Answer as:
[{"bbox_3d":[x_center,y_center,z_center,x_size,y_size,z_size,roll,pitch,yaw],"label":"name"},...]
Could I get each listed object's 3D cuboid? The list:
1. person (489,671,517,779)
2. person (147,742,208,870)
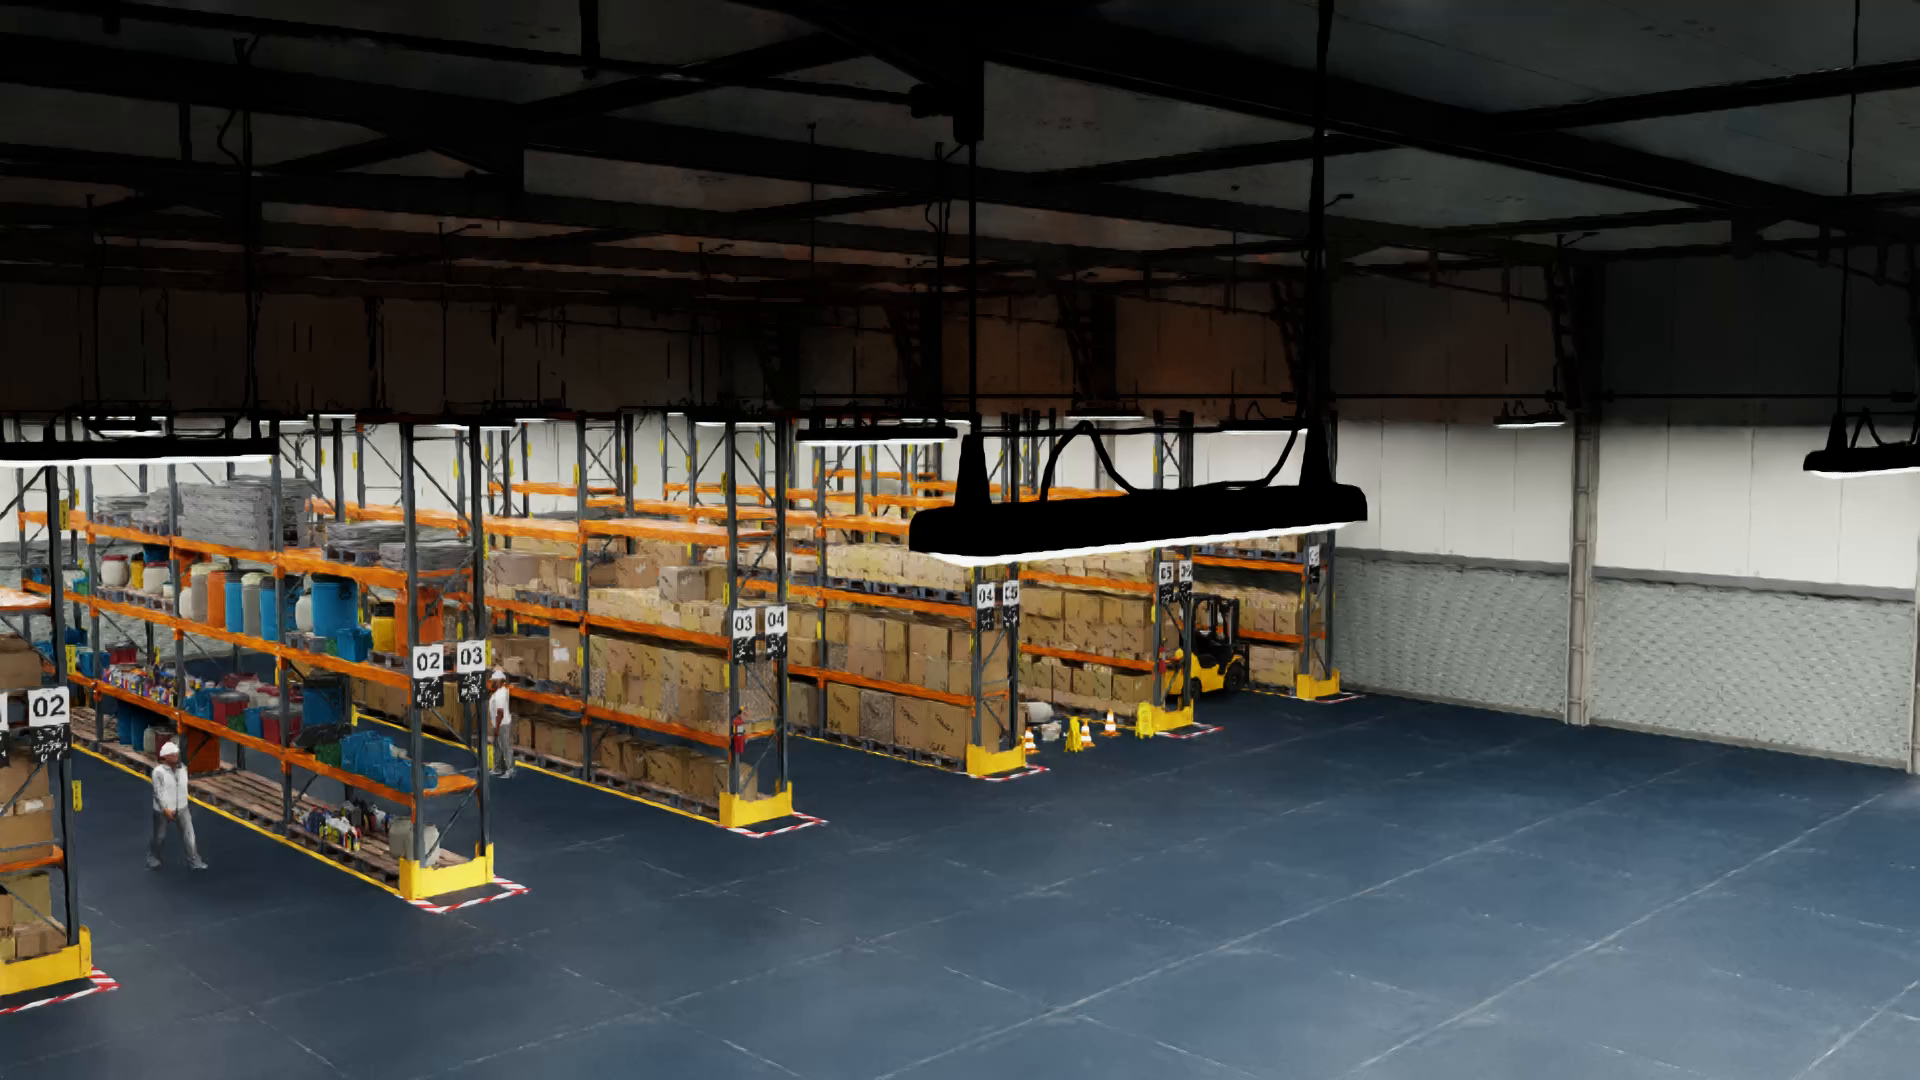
[{"bbox_3d":[-7.657,3.045,27.563,0.559,1.762,0.661,-1,5,-16],"label":"person"},{"bbox_3d":[-10.503,3.543,22.150,1.026,1.715,0.538,4,6,37],"label":"person"}]
